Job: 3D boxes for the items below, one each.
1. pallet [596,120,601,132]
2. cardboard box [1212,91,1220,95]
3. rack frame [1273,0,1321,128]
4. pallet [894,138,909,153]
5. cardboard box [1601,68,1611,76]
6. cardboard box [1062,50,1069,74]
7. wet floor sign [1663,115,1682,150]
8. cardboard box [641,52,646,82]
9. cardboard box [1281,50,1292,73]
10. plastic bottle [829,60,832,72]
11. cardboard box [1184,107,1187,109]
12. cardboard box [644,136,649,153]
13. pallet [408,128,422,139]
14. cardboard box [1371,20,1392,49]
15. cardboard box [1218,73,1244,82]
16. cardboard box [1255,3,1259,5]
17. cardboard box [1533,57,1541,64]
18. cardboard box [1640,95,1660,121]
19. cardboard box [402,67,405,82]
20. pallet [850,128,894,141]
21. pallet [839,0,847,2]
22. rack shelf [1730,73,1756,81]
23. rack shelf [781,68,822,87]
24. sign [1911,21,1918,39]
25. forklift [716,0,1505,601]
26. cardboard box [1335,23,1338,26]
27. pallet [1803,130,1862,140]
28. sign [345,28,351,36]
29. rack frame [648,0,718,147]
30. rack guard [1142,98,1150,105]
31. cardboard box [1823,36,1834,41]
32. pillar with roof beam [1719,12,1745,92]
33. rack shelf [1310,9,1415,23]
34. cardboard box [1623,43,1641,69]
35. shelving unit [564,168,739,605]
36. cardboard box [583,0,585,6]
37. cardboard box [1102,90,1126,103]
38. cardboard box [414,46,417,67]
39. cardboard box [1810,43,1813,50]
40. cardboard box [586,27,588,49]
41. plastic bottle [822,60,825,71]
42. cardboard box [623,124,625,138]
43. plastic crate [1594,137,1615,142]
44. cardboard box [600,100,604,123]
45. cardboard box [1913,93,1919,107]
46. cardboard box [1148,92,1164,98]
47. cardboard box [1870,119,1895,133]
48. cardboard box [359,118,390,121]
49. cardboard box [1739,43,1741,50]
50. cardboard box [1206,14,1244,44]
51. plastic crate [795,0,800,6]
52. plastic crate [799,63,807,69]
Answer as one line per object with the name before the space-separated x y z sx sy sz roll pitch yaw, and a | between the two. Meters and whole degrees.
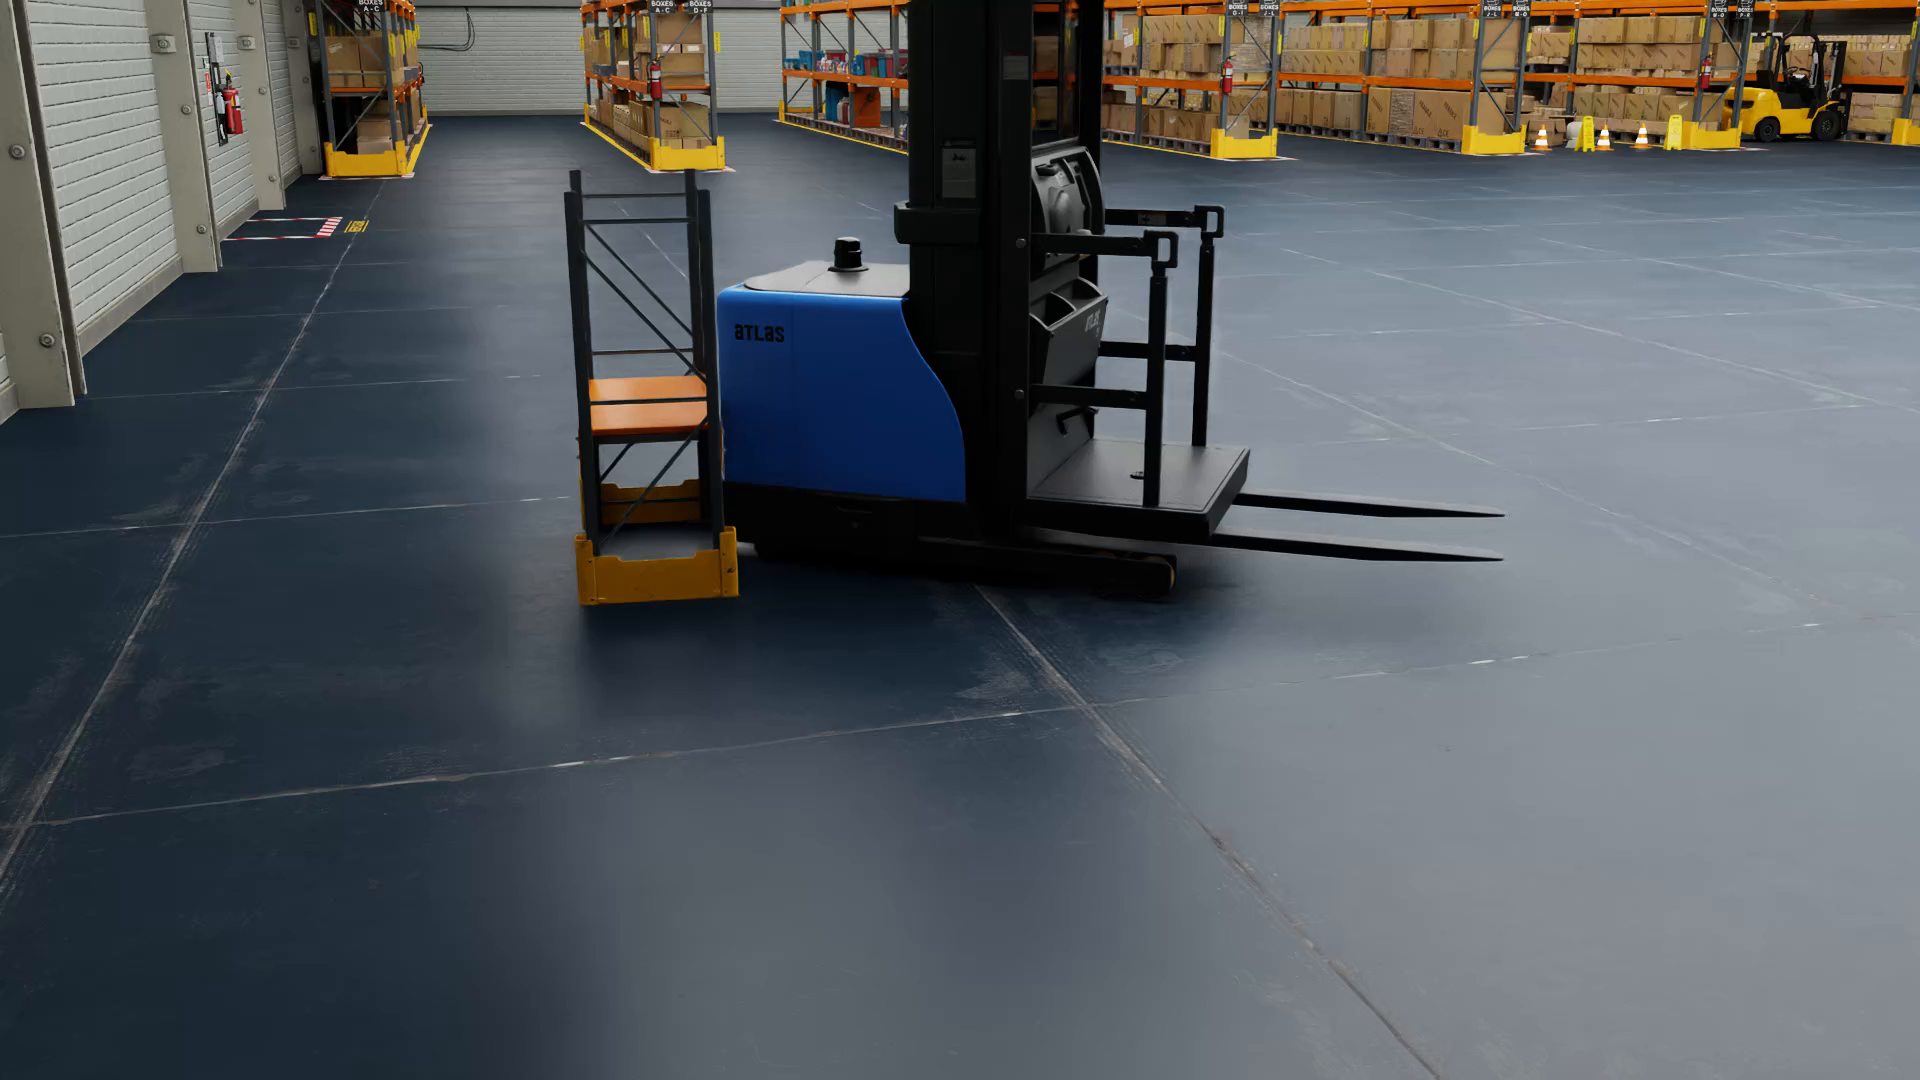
pallet | -7.919 -9.665 38.761 1.003 0.211 1.213 -5 17 -15
cardboard box | 6.541 -11.095 40.985 0.500 0.250 0.500 -5 18 -18
rack frame | 7.691 -10.851 37.861 1.000 3.000 0.127 -5 17 -15
pallet | -0.624 -7.464 31.433 1.003 0.211 1.213 -5 17 -15
cardboard box | 13.556 -9.723 34.542 0.380 0.149 0.250 -4 17 -14
cardboard box | 2.520 -10.651 37.023 0.500 0.500 0.500 -4 17 -14
wet floor sign | 13.645 -7.792 31.772 0.267 0.644 0.232 1 17 4
cardboard box | -5.253 -8.378 29.455 0.700 0.500 0.500 -5 17 -16
cardboard box | 7.555 -10.753 37.362 0.500 0.500 0.500 -5 17 -15
plastic bottle | -2.883 -10.627 37.340 0.097 0.271 0.097 0 17 0
cardboard box | 5.872 -11.161 43.118 0.380 0.149 0.250 -5 17 -15
cardboard box | -5.014 -6.638 27.886 0.500 0.250 0.500 -5 17 -15
pallet | -11.870 -8.537 35.005 1.003 0.211 1.213 -5 17 -15
cardboard box | 8.858 -10.228 33.651 0.875 0.550 0.550 -5 17 -15
cardboard box | 4.816 -8.216 29.526 0.380 0.149 0.250 -5 17 -15
cardboard box | 7.140 -12.610 38.331 0.500 0.500 0.500 -5 17 -15
cardboard box | 12.881 -10.578 36.659 0.380 0.149 0.250 -5 17 -15
cardboard box | 14.004 -8.645 33.266 0.500 0.500 0.500 -4 17 -13
cardboard box | -9.873 -8.036 28.716 0.500 0.250 0.500 -5 17 -15
pallet | -1.693 -8.542 35.022 1.003 0.211 1.213 -5 17 -15
pallet | -1.984 -11.660 35.670 1.003 0.211 1.213 -5 17 -15
rack shelf | 17.744 -10.766 38.828 1.077 0.370 4.000 -5 17 -15
rack shelf | -3.517 -11.410 40.973 1.077 0.370 4.000 -5 17 -15
sign | 18.867 -10.079 32.869 0.100 0.325 0.005 -5 17 -15
forklift | 0.606 -1.347 6.342 3.031 2.935 1.130 5 18 17
cardboard box | 10.370 -13.912 45.014 0.380 0.149 0.250 -5 17 -15
pallet | 18.811 -8.660 35.415 1.003 0.211 1.213 -5 17 -15
sign | -11.926 -9.821 32.421 0.100 0.325 0.005 -5 17 -15
rack frame | -4.433 -7.491 26.677 1.000 3.000 0.127 -5 17 -15
rack guard | 5.513 -11.845 45.517 1.175 0.500 0.348 -5 17 -15
cardboard box | 18.526 -10.596 35.195 0.380 0.149 0.250 -5 17 -15
pillar with roof beam | 14.280 -13.907 37.607 9.100 9.000 0.400 -5 17 -15
rack shelf | 10.774 -14.022 44.453 1.077 0.370 4.000 -5 17 -15
cardboard box | 13.819 -9.795 33.655 0.500 0.500 0.500 -4 17 -15
shelving unit | -1.228 -0.645 6.491 0.587 1.500 1.083 -3 17 -11
cardboard box | -8.809 -12.980 39.997 0.500 0.250 0.500 -5 17 -15
cardboard box | 3.263 -9.530 35.742 0.500 0.250 0.500 -3 17 -9
cardboard box | -13.031 -11.116 38.222 0.980 0.700 0.700 -6 18 -18
cardboard box | 18.366 -10.518 35.453 0.380 0.149 0.250 -5 17 -16
cardboard box | -8.678 -12.017 39.833 0.500 0.500 0.500 -4 17 -14
plastic bottle | -3.100 -10.846 38.069 0.097 0.271 0.097 0 17 0
cardboard box | -6.204 -7.855 31.939 0.500 0.250 0.500 -4 17 -14
plastic crate | 13.165 -8.266 34.331 0.402 0.080 0.583 -12 20 -34
cardboard box | -7.832 -9.671 37.514 0.500 0.500 0.500 -6 18 -18
cardboard box | 19.443 -8.962 33.883 0.500 0.250 0.500 -5 17 -16
cardboard box | 5.310 -12.012 44.920 0.380 0.149 0.250 -6 18 -18
cardboard box | 18.960 -8.440 33.884 0.500 0.250 0.500 -5 17 -15
cardboard box | -9.971 -6.935 28.405 0.500 0.500 0.500 -6 18 -19
cardboard box | 17.681 -11.196 37.711 0.380 0.149 0.250 -5 18 -17
cardboard box | 4.704 -9.075 29.522 0.500 0.500 0.500 -5 17 -15
plastic crate | -3.754 -13.050 40.175 0.437 0.282 0.530 -5 17 -15
plastic crate | -3.735 -11.562 40.582 0.293 0.136 0.466 -5 17 -15
